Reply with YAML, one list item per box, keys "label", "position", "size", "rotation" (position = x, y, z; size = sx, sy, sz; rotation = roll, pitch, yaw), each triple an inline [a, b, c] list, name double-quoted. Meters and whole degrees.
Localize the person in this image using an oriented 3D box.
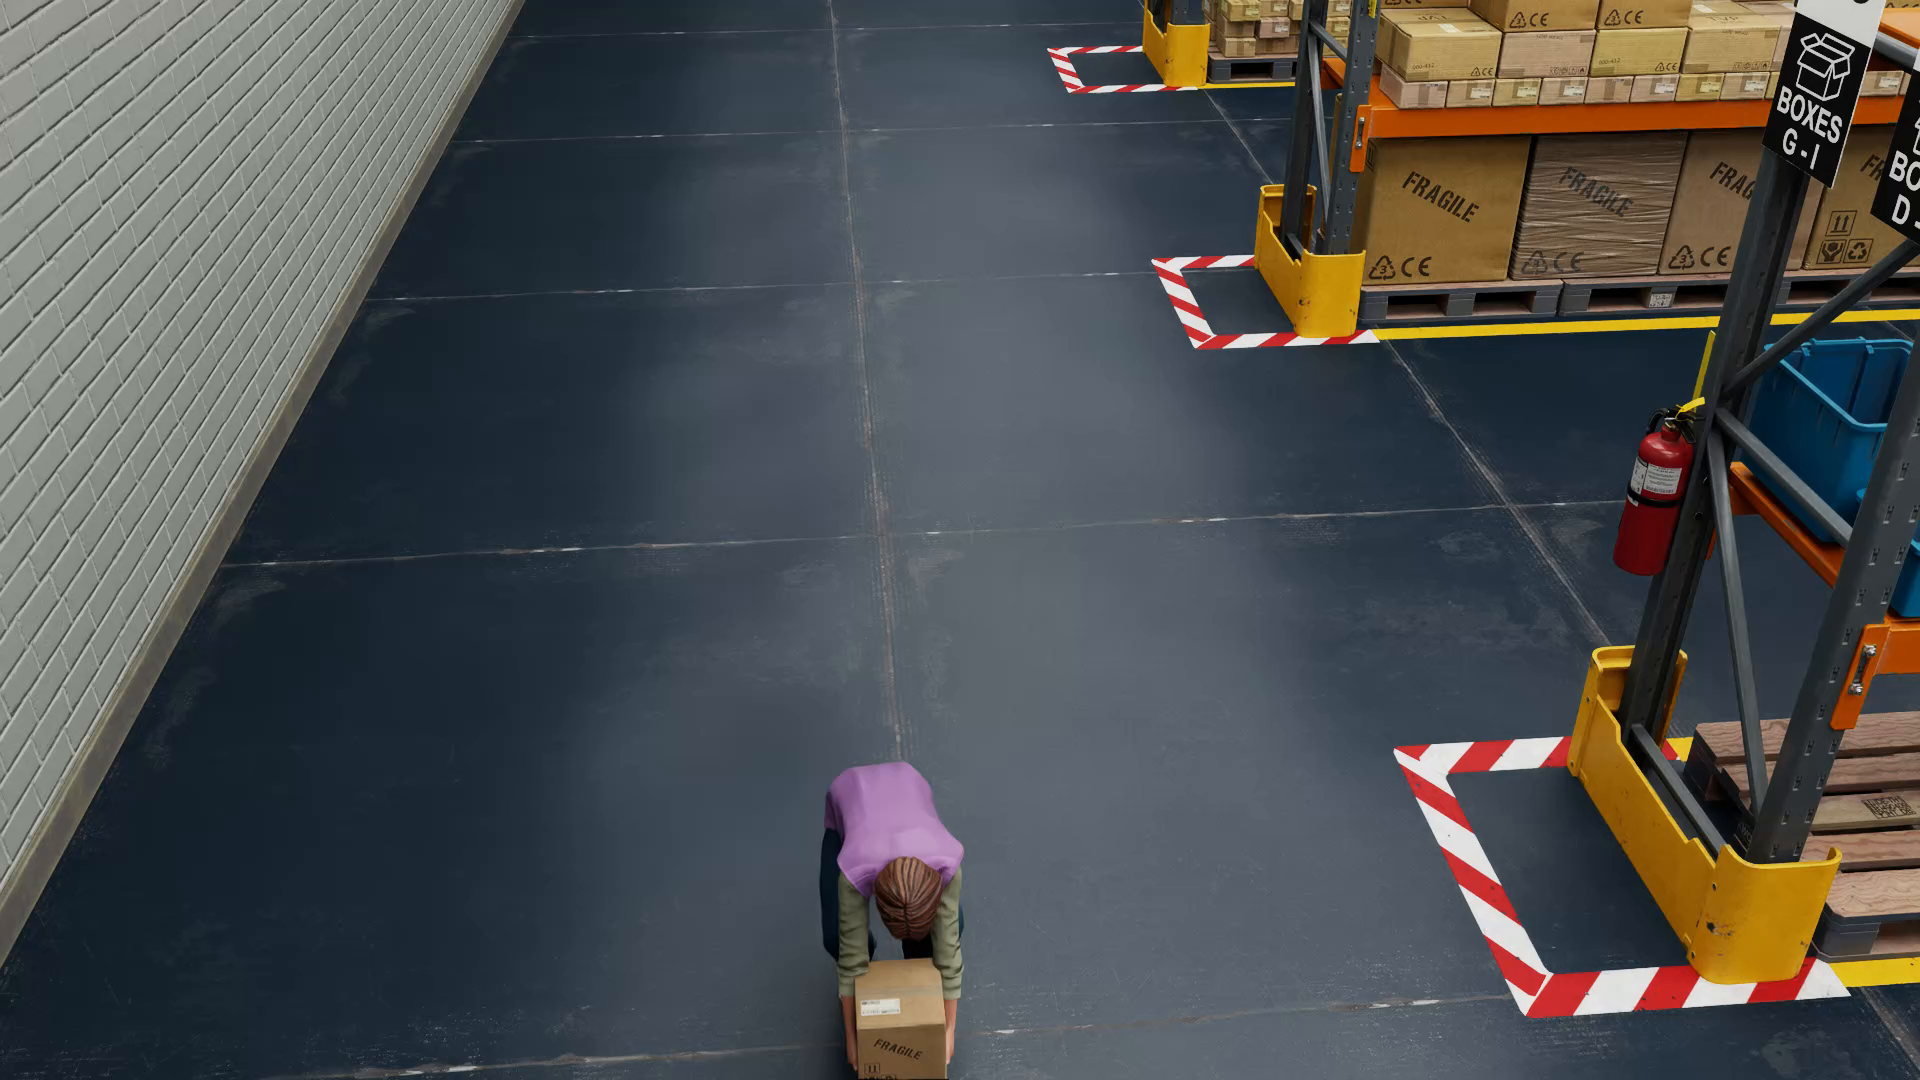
- label: "person"
  position: [-0.205, 1.112, 5.001]
  size: [0.424, 0.899, 0.850]
  rotation: [-4, 32, -6]
